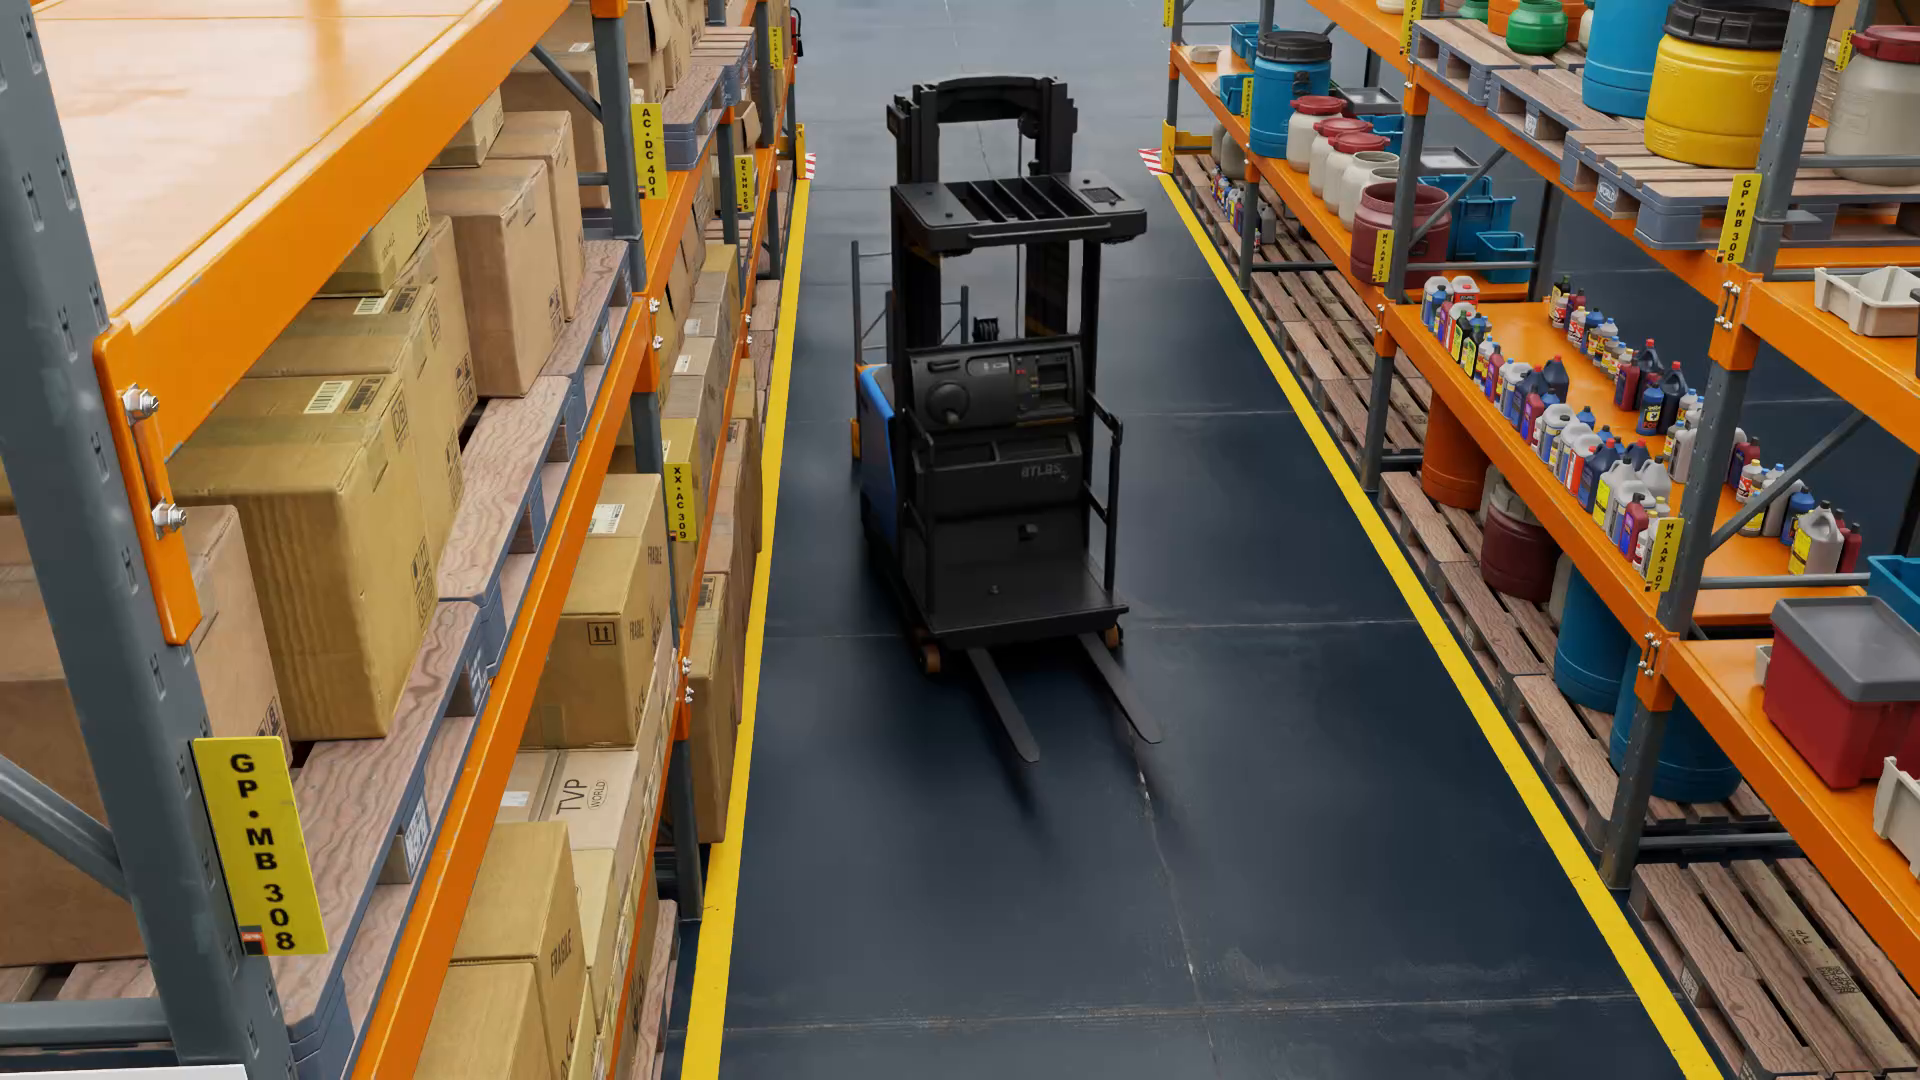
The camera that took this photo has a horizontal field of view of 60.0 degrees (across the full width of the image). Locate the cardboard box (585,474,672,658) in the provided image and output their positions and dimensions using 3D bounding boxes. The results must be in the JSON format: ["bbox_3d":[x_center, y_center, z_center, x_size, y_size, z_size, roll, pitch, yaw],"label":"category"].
[{"bbox_3d":[-1.316,0.099,5.846,0.500,0.500,0.500,-1,28,-1],"label":"cardboard box"}]

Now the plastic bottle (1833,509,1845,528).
[{"bbox_3d":[3.739,-0.018,7.167,0.061,0.283,0.133,-1,28,-3],"label":"plastic bottle"}]

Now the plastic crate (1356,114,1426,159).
[{"bbox_3d":[3.290,-3.014,12.802,0.392,0.384,0.575,-1,28,-3],"label":"plastic crate"}]

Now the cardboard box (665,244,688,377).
[{"bbox_3d":[-1.721,-1.096,7.916,0.797,0.503,0.637,-1,28,-1],"label":"cardboard box"}]

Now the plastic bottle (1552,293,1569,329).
[{"bbox_3d":[3.566,-1.357,9.823,0.097,0.201,0.097,0,28,0],"label":"plastic bottle"}]

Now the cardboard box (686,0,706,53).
[{"bbox_3d":[-1.712,-2.838,8.638,0.797,0.503,0.637,0,28,0],"label":"cardboard box"}]

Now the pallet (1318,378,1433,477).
[{"bbox_3d":[3.129,-0.798,11.551,1.003,0.211,1.213,-1,28,-3],"label":"pallet"}]

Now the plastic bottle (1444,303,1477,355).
[{"bbox_3d":[2.855,-1.199,9.440,0.152,0.276,0.135,-1,28,-3],"label":"plastic bottle"}]

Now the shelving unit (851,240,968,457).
[{"bbox_3d":[-0.324,-1.057,10.654,0.587,1.500,1.083,-7,28,-13],"label":"shelving unit"}]

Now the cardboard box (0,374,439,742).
[{"bbox_3d":[-1.387,0.032,3.031,0.700,0.500,0.500,-2,28,-5],"label":"cardboard box"}]

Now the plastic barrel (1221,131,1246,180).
[{"bbox_3d":[2.850,-3.920,16.758,0.421,0.512,0.421,0,28,0],"label":"plastic barrel"}]

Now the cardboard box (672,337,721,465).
[{"bbox_3d":[-1.466,-0.673,8.189,0.500,0.500,0.500,-1,28,-2],"label":"cardboard box"}]

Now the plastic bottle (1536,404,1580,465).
[{"bbox_3d":[2.932,-0.518,8.134,0.152,0.276,0.135,-1,28,-3],"label":"plastic bottle"}]

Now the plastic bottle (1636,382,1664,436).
[{"bbox_3d":[3.503,-0.670,8.429,0.097,0.271,0.097,0,28,0],"label":"plastic bottle"}]

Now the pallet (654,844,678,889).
[{"bbox_3d":[-1.722,1.173,7.772,1.003,0.211,1.213,-1,28,-3],"label":"pallet"}]

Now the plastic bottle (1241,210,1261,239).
[{"bbox_3d":[2.600,-2.834,14.828,0.144,0.351,0.185,-2,28,-4],"label":"plastic bottle"}]

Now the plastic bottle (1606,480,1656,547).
[{"bbox_3d":[2.977,-0.116,7.363,0.152,0.276,0.135,-1,28,-3],"label":"plastic bottle"}]

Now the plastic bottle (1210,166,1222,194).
[{"bbox_3d":[2.496,-3.511,16.212,0.097,0.271,0.097,0,28,0],"label":"plastic bottle"}]

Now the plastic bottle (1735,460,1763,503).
[{"bbox_3d":[3.688,-0.276,7.751,0.097,0.201,0.097,0,28,0],"label":"plastic bottle"}]

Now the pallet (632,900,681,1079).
[{"bbox_3d":[-1.645,1.881,6.416,1.003,0.211,1.213,-1,28,-3],"label":"pallet"}]

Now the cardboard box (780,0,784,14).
[{"bbox_3d":[-1.902,-5.160,15.389,0.500,0.500,0.500,-1,28,-3],"label":"cardboard box"}]

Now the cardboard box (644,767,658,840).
[{"bbox_3d":[-1.223,0.892,5.568,0.380,0.149,0.250,-1,28,-2],"label":"cardboard box"}]

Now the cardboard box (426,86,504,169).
[{"bbox_3d":[-1.564,-1.212,4.604,0.500,0.250,0.500,-3,28,-6],"label":"cardboard box"}]

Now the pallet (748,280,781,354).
[{"bbox_3d":[-1.982,-1.807,13.487,1.003,0.211,1.213,-1,28,-3],"label":"pallet"}]

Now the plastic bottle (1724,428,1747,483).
[{"bbox_3d":[3.647,-0.424,7.953,0.152,0.276,0.135,-1,28,-3],"label":"plastic bottle"}]

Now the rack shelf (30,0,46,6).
[{"bbox_3d":[-6.878,-3.417,11.093,1.077,0.370,4.000,-1,28,-3],"label":"rack shelf"}]

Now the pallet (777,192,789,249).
[{"bbox_3d":[-2.162,-3.041,15.852,1.003,0.211,1.213,-1,28,-3],"label":"pallet"}]

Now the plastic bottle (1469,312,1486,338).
[{"bbox_3d":[2.894,-1.144,9.340,0.097,0.271,0.097,0,28,0],"label":"plastic bottle"}]

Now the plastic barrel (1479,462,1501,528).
[{"bbox_3d":[3.292,-0.275,9.769,0.421,0.512,0.421,0,28,0],"label":"plastic barrel"}]

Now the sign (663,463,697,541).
[{"bbox_3d":[-1.053,-0.142,6.256,0.100,0.325,0.005,-1,28,-3],"label":"sign"}]

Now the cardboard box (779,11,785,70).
[{"bbox_3d":[-2.103,-4.712,15.611,0.875,0.500,0.500,-1,28,-3],"label":"cardboard box"}]

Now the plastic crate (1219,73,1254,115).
[{"bbox_3d":[2.593,-3.961,14.762,0.499,0.251,0.616,-1,28,-3],"label":"plastic crate"}]

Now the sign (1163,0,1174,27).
[{"bbox_3d":[2.163,-5.481,17.217,0.100,0.325,0.005,-1,28,-3],"label":"sign"}]

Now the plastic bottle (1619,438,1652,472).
[{"bbox_3d":[3.099,-0.312,7.658,0.144,0.351,0.185,-1,28,-3],"label":"plastic bottle"}]

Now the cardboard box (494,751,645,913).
[{"bbox_3d":[-1.265,0.898,5.125,0.500,0.250,0.500,-1,28,-2],"label":"cardboard box"}]

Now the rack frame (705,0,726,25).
[{"bbox_3d":[-1.816,-4.216,8.602,1.000,3.000,0.127,-1,28,-3],"label":"rack frame"}]

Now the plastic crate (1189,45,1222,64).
[{"bbox_3d":[2.438,-4.832,16.556,0.298,0.136,0.250,-1,28,-3],"label":"plastic crate"}]

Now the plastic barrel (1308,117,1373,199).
[{"bbox_3d":[2.791,-2.797,12.222,0.433,0.535,0.433,0,28,0],"label":"plastic barrel"}]

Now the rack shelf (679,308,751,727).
[{"bbox_3d":[-1.711,-0.313,8.385,1.077,0.370,4.000,-1,28,-3],"label":"rack shelf"}]

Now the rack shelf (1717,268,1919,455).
[{"bbox_3d":[3.444,0.084,4.379,1.077,0.370,4.000,-1,28,-3],"label":"rack shelf"}]

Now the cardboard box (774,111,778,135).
[{"bbox_3d":[-1.735,-3.514,14.016,0.380,0.149,0.250,-1,28,-3],"label":"cardboard box"}]

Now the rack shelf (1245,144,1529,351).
[{"bbox_3d":[3.026,-2.280,12.156,1.077,0.370,4.000,-1,28,-3],"label":"rack shelf"}]

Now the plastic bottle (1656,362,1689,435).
[{"bbox_3d":[3.621,-0.728,8.455,0.144,0.351,0.185,-1,28,-3],"label":"plastic bottle"}]

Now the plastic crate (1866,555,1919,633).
[{"bbox_3d":[3.705,0.360,6.269,0.392,0.384,0.575,-1,28,-3],"label":"plastic crate"}]

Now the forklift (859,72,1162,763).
[{"bbox_3d":[0.255,-0.778,8.573,1.130,2.935,3.031,-7,28,-13],"label":"forklift"}]

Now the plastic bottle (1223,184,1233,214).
[{"bbox_3d":[2.530,-3.212,15.640,0.097,0.271,0.097,0,28,0],"label":"plastic bottle"}]

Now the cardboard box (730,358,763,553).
[{"bbox_3d":[-1.800,-0.481,9.772,1.225,0.875,0.875,-3,28,-5],"label":"cardboard box"}]

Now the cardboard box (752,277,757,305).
[{"bbox_3d":[-2.014,-2.206,13.463,0.700,0.500,0.500,-3,28,-7],"label":"cardboard box"}]

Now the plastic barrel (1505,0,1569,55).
[{"bbox_3d":[2.956,-2.628,8.515,0.294,0.245,0.294,0,28,0],"label":"plastic barrel"}]

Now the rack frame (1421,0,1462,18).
[{"bbox_3d":[3.131,-4.335,8.832,1.000,3.000,0.127,-1,28,-3],"label":"rack frame"}]

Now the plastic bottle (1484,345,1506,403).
[{"bbox_3d":[2.845,-0.881,8.823,0.061,0.283,0.133,-1,28,-3],"label":"plastic bottle"}]

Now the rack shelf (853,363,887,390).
[{"bbox_3d":[-0.327,-0.901,10.745,0.538,0.185,1.000,-7,28,-13],"label":"rack shelf"}]
